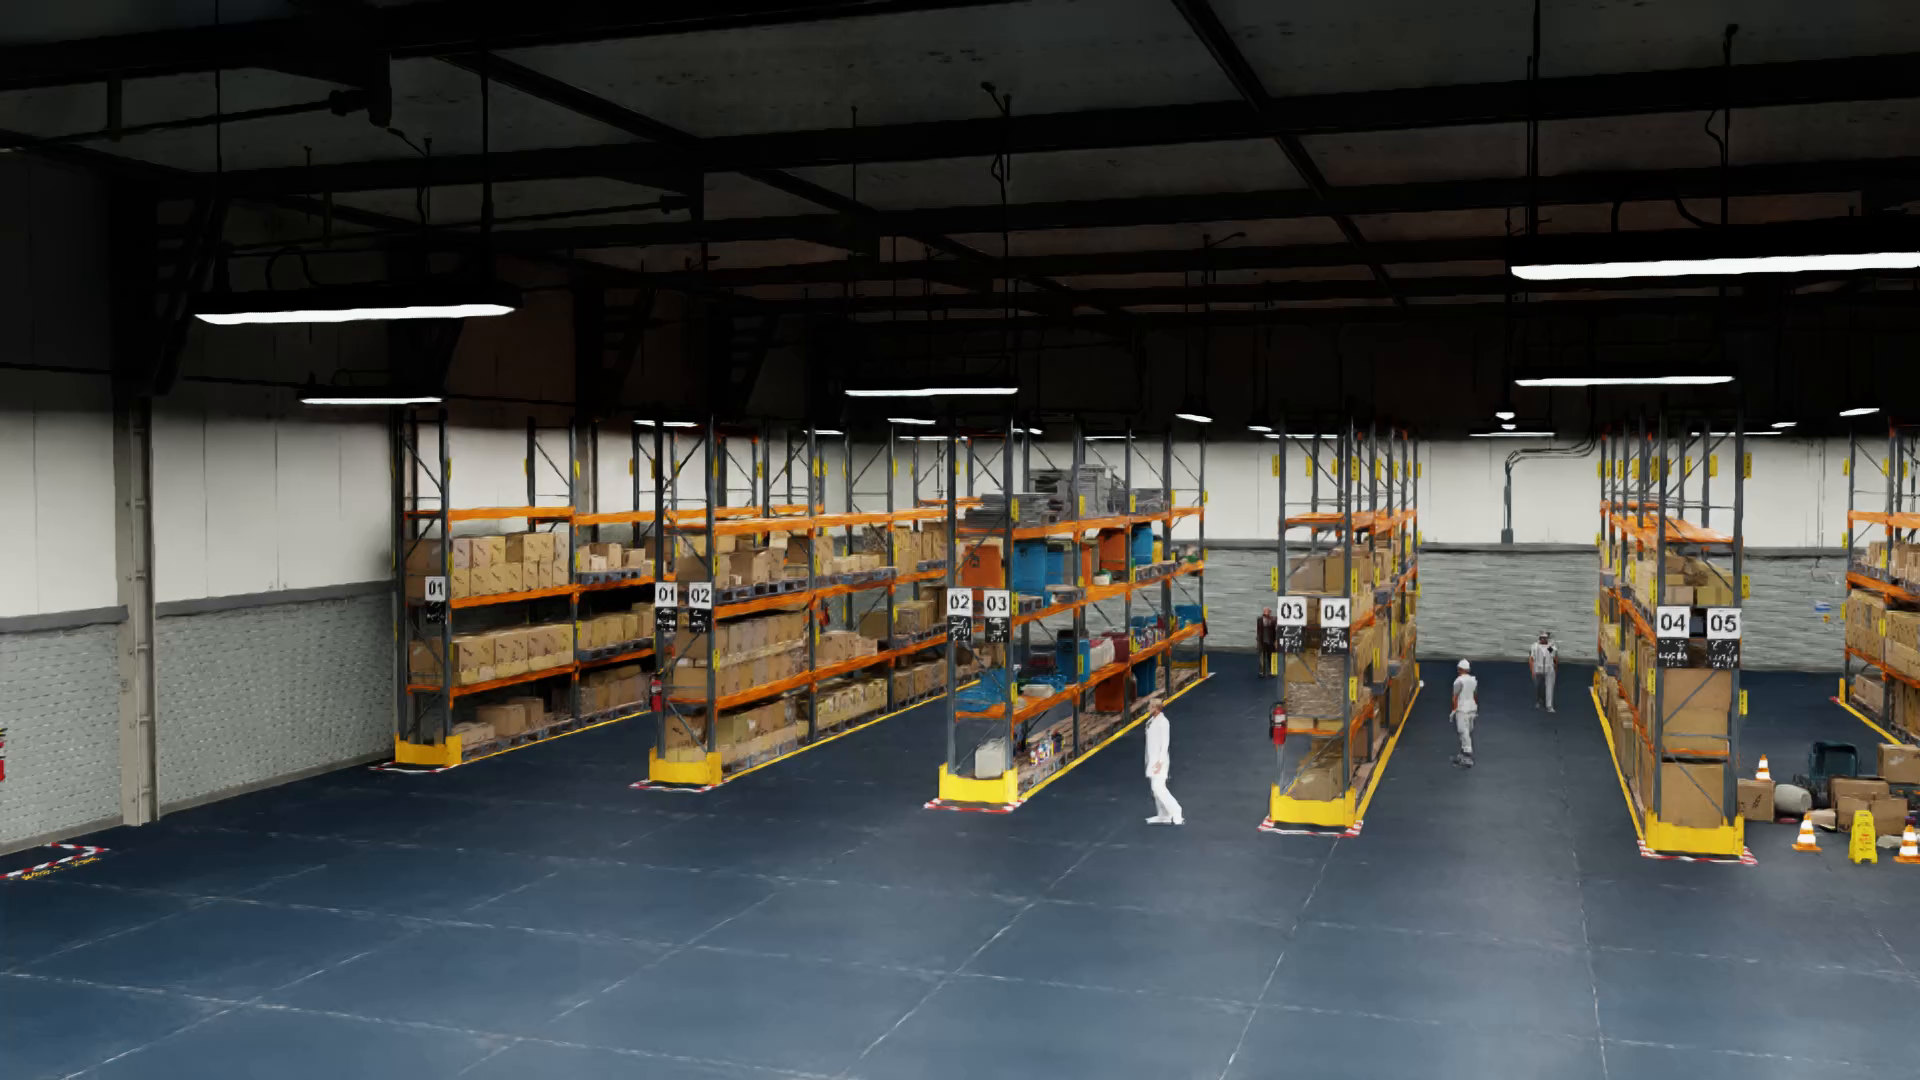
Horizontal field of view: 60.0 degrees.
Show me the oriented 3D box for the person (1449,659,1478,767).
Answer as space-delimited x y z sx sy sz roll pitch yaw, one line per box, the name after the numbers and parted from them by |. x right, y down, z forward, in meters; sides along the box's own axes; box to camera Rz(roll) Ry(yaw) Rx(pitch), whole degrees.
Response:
8.449 2.893 27.973 0.655 1.785 0.569 -2 3 -40 | person

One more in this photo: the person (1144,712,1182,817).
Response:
2.817 3.160 23.375 0.507 1.500 0.647 -1 3 -13 | person

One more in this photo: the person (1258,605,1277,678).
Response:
7.386 2.425 39.930 0.571 1.724 1.111 1 3 18 | person

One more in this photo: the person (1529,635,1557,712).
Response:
12.038 2.691 34.325 0.542 1.645 1.126 1 3 21 | person
